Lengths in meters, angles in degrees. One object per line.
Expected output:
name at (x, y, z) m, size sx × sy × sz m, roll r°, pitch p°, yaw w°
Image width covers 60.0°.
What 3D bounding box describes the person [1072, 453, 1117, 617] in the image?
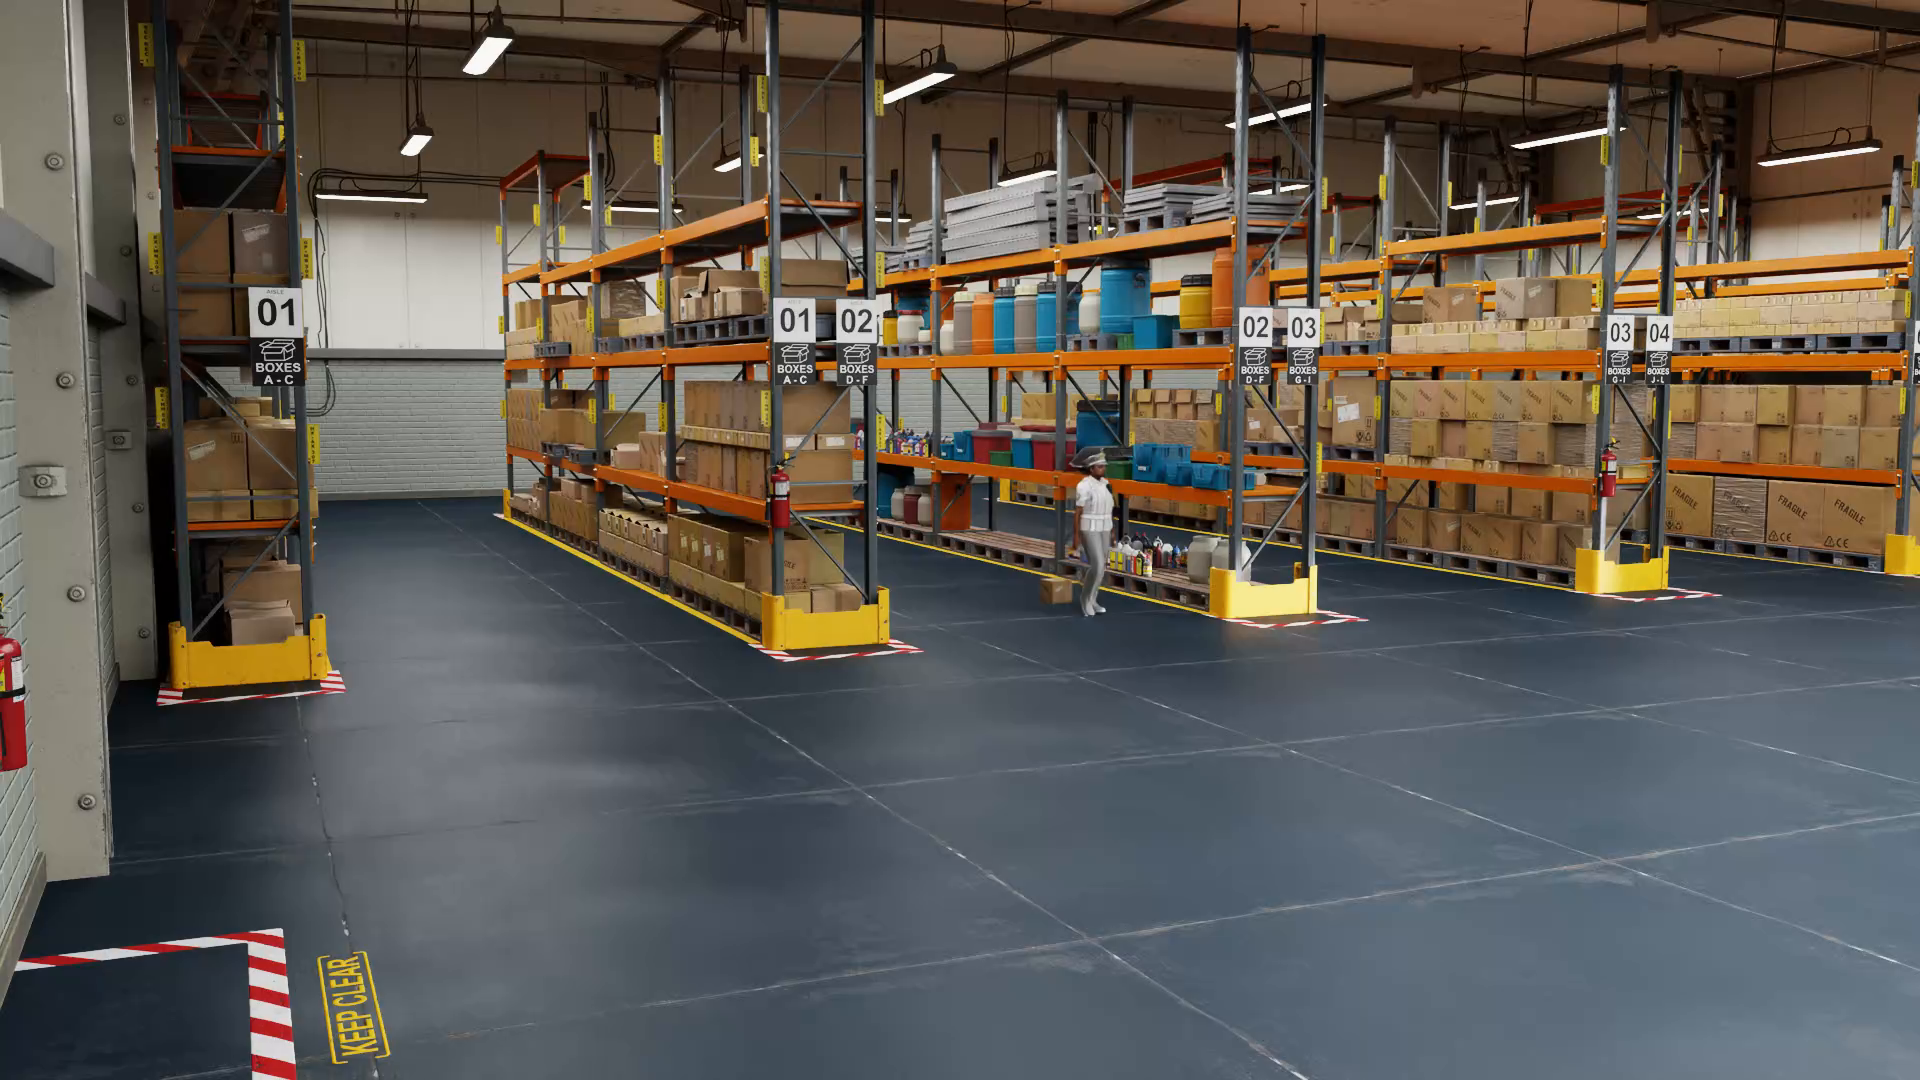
person at (1.428, -0.049, 17.357) m, size 0.483 × 1.734 × 0.463 m, roll -5°, pitch 7°, yaw -40°
